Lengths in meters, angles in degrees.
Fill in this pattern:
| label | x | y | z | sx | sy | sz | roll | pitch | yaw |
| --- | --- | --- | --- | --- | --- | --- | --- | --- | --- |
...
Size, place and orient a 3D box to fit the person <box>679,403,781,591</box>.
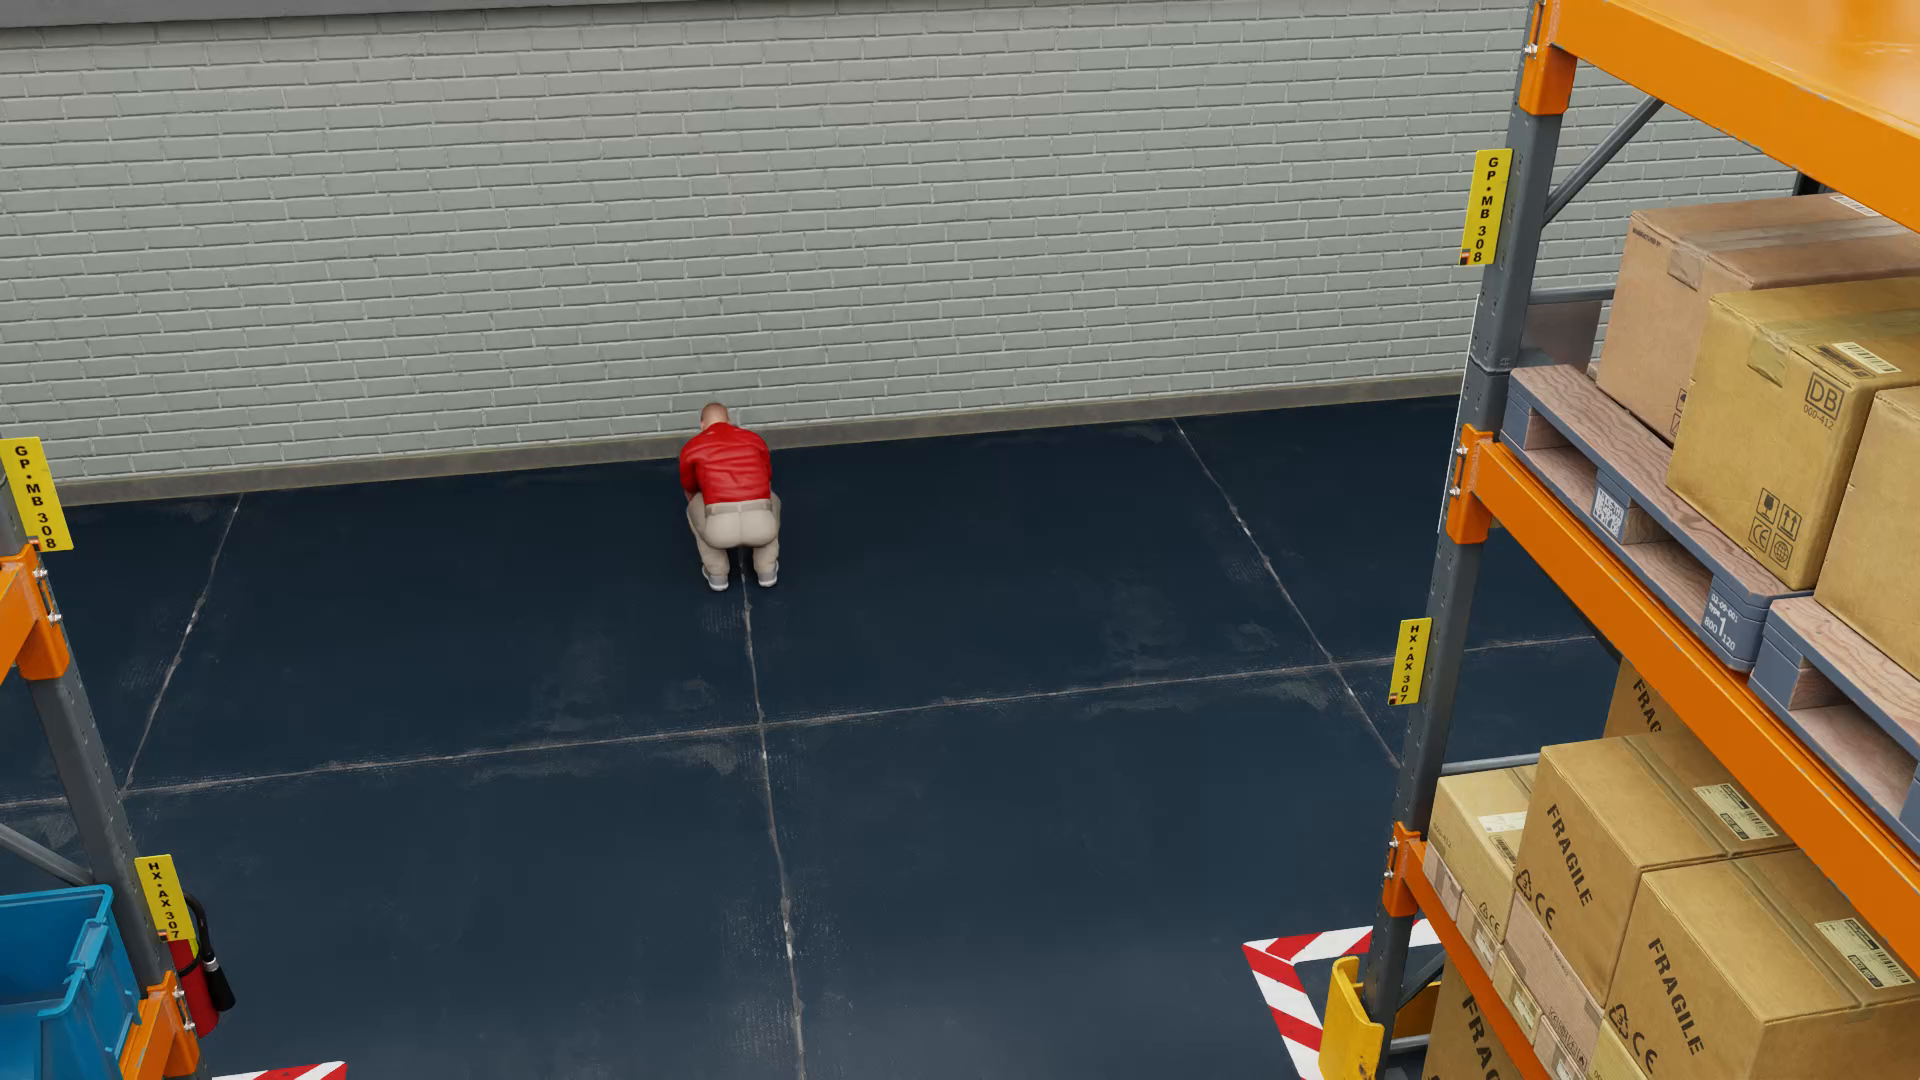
| label | x | y | z | sx | sy | sz | roll | pitch | yaw |
| --- | --- | --- | --- | --- | --- | --- | --- | --- | --- |
| person | -1.288 | -0.232 | 9.397 | 0.560 | 0.876 | 0.869 | -5 | 31 | -9 |
